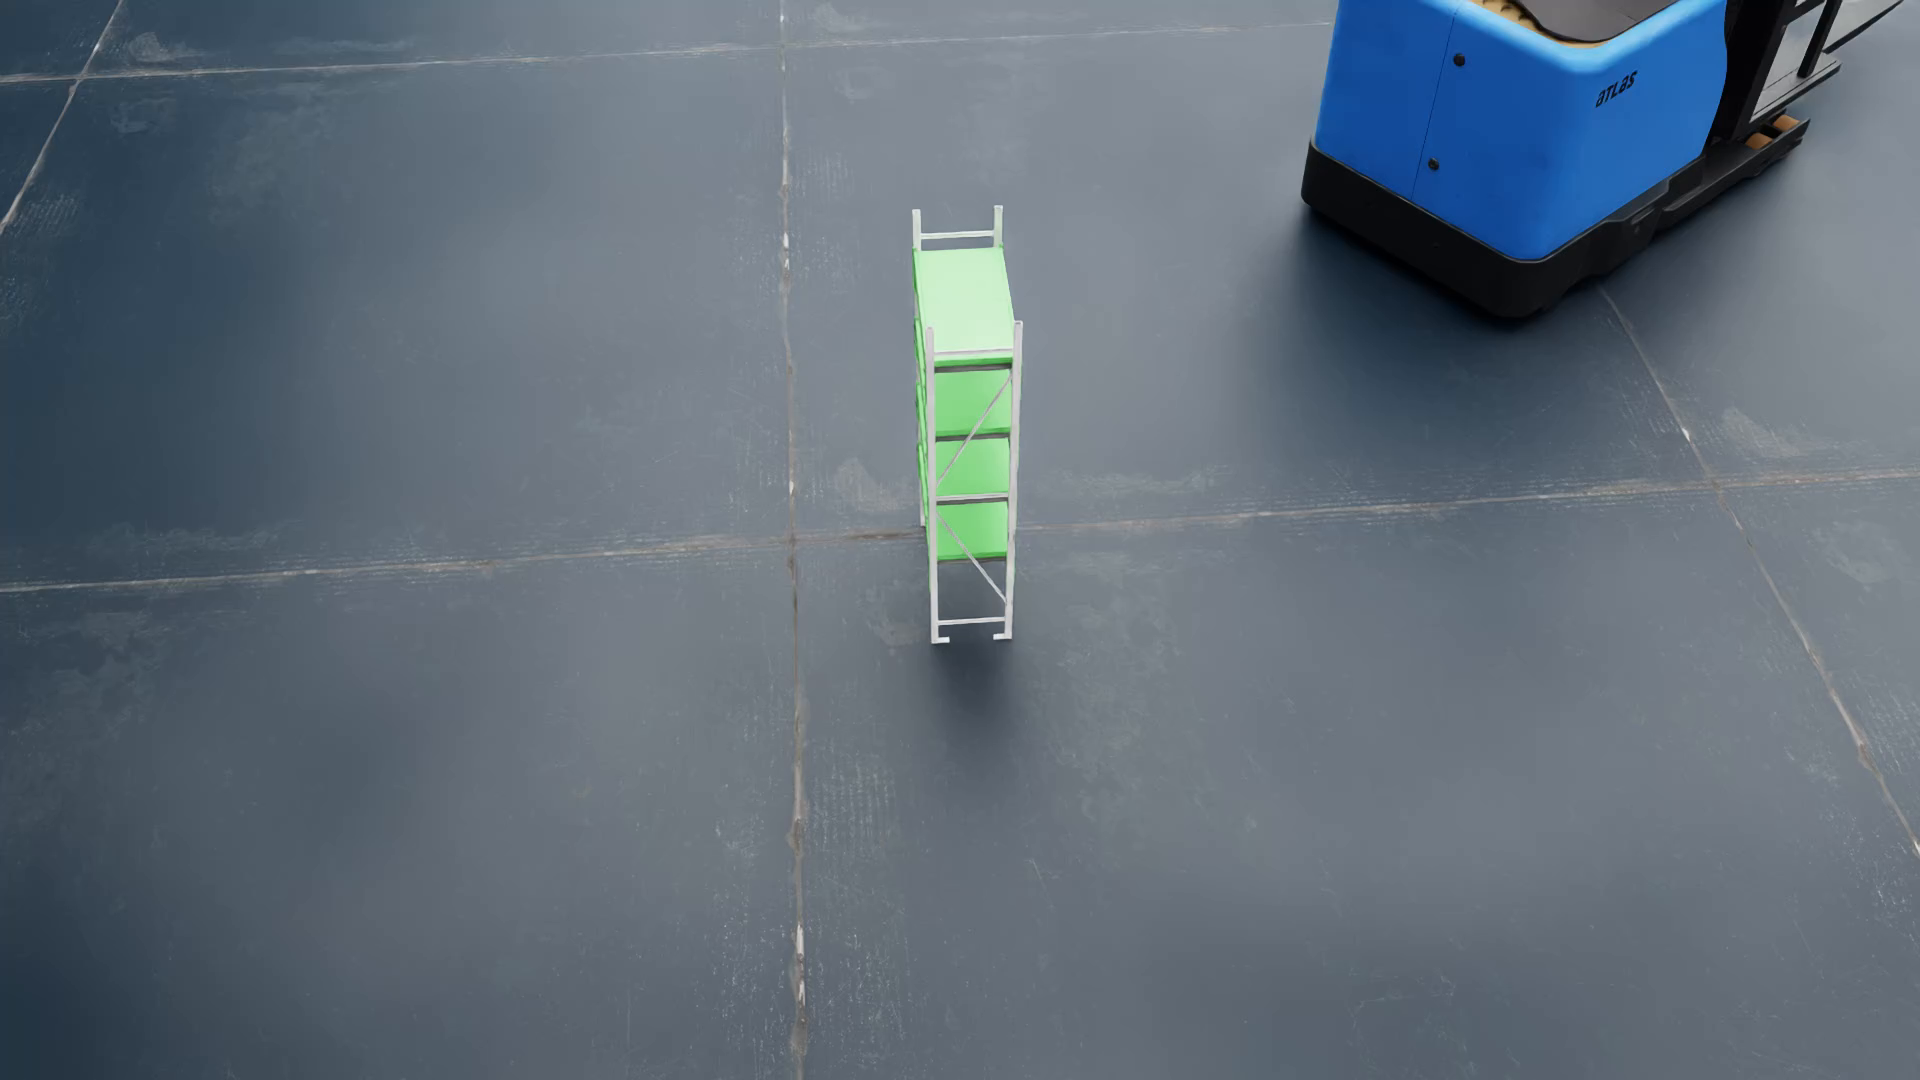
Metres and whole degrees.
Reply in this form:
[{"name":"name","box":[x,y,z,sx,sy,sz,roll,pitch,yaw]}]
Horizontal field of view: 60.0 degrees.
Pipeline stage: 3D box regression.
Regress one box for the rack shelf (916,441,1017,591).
[{"name":"rack shelf","box":[0.014,-0.084,4.922,0.258,0.148,0.480,-3,47,-3]}]

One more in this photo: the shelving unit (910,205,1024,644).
[{"name":"shelving unit","box":[0.014,-0.293,4.701,0.258,1.200,0.503,-3,47,-3]}]

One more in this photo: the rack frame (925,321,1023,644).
[{"name":"rack frame","box":[0.034,-0.116,4.534,0.240,1.200,0.015,-3,47,-3]}]

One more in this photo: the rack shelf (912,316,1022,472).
[{"name":"rack shelf","box":[0.014,-0.414,4.573,0.258,0.148,0.480,-3,47,-3]}]

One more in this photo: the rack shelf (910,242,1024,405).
[{"name":"rack shelf","box":[0.014,-0.579,4.399,0.258,0.148,0.480,-3,47,-3]}]

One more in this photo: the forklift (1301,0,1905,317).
[{"name":"forklift","box":[2.763,-2.718,5.805,3.031,2.935,1.130,-32,54,-26]}]

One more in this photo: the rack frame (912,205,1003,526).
[{"name":"rack frame","box":[-0.007,-0.469,4.868,0.240,1.200,0.015,-3,47,-3]}]

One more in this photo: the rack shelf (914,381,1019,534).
[{"name":"rack shelf","box":[0.014,-0.249,4.747,0.258,0.148,0.480,-3,47,-3]}]
